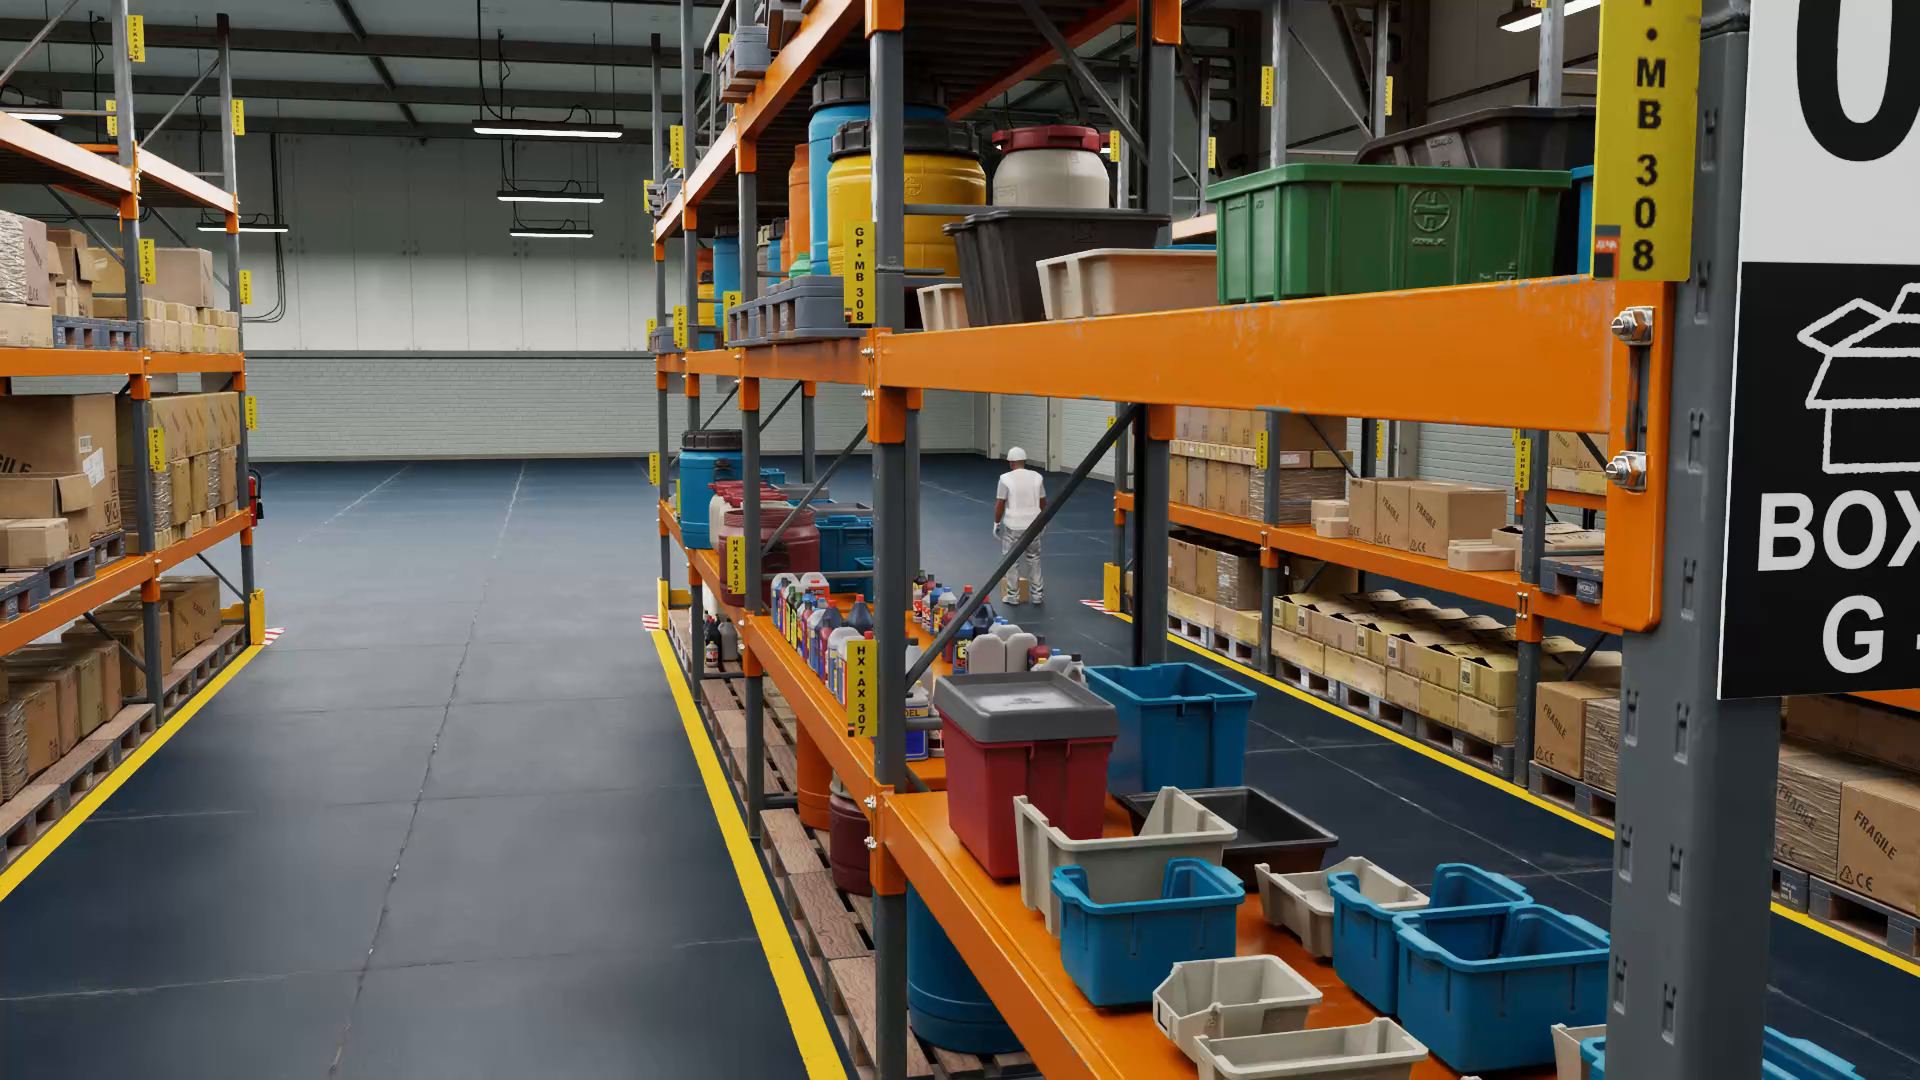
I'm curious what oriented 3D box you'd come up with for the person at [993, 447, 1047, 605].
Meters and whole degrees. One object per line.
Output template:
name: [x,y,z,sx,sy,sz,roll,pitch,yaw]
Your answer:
person: [0.689,-0.162,18.877,0.627,1.775,0.444,-2,6,-16]
